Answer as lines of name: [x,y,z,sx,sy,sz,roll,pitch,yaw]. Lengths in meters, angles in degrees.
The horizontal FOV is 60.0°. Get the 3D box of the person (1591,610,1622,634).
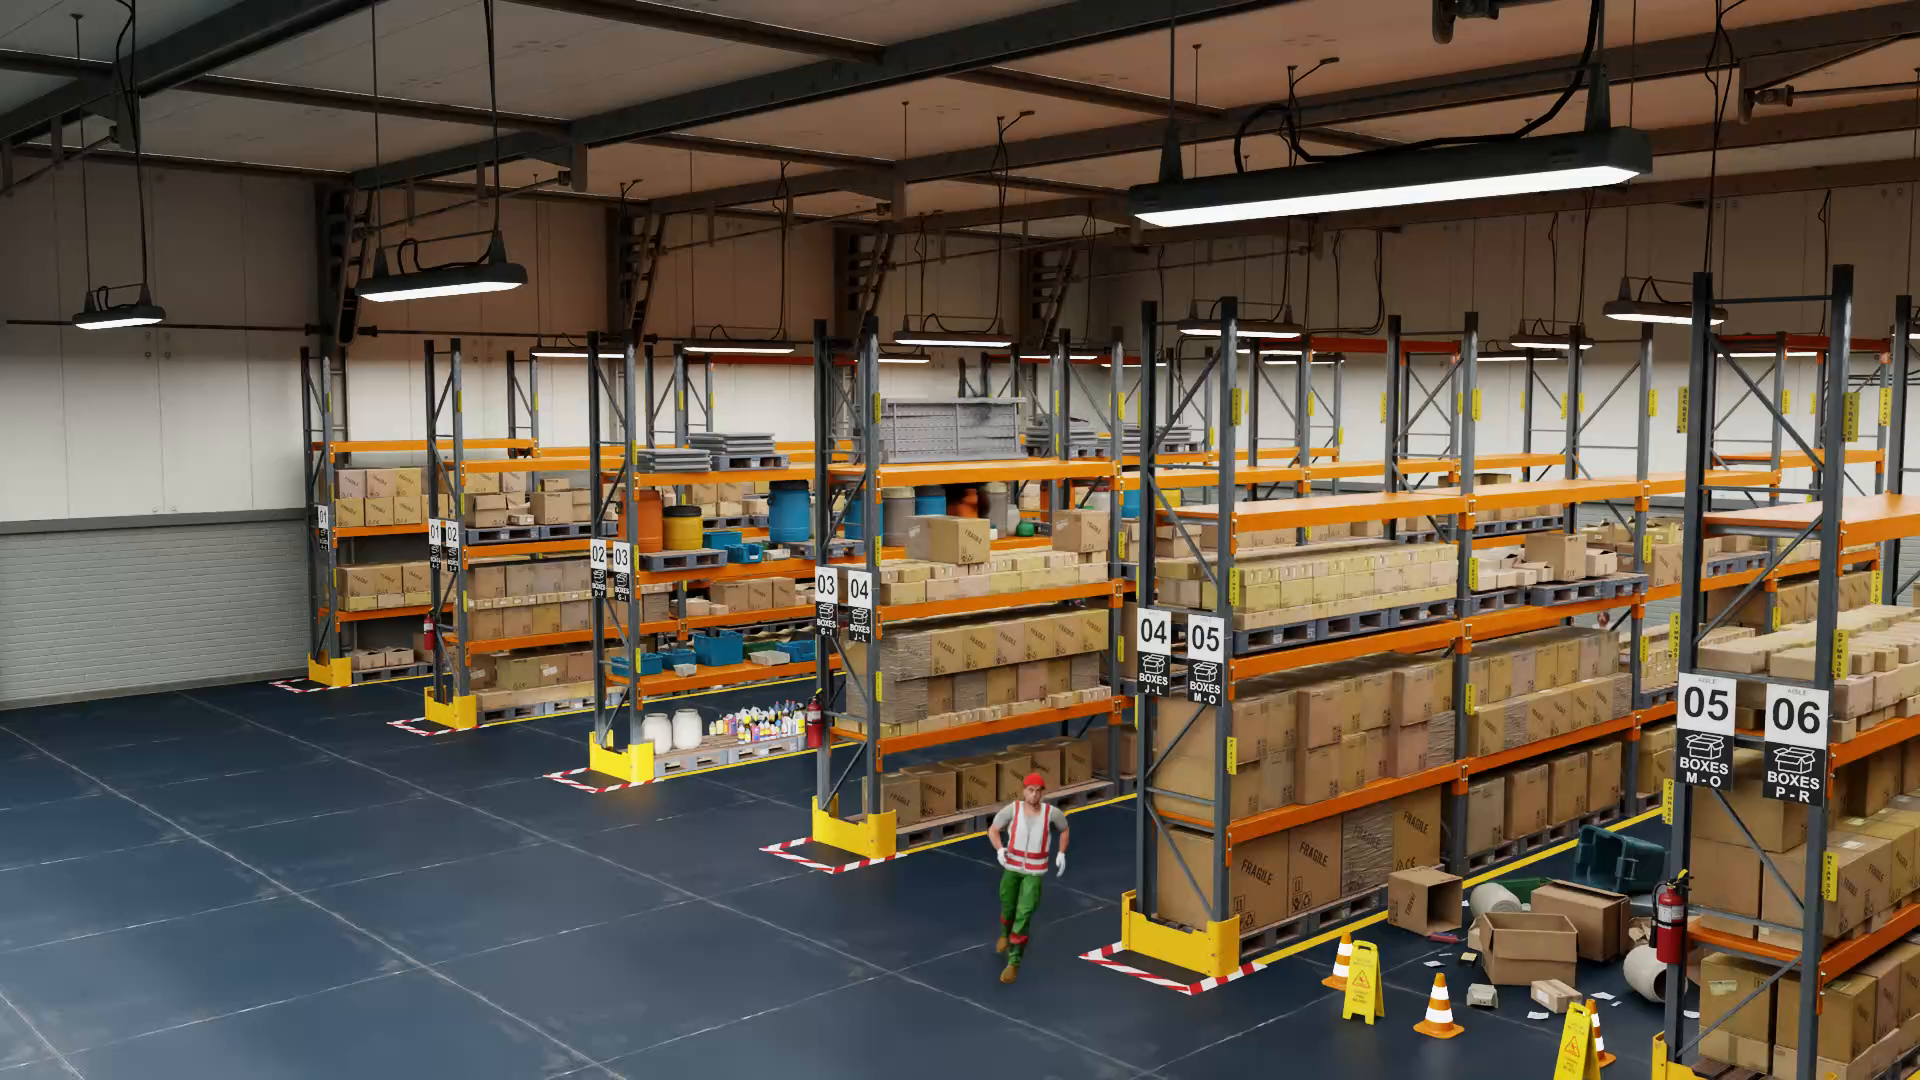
person: [10.614,1.948,27.451,0.550,1.605,0.892,4,6,36]

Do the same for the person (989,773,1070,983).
person: [0.596,2.958,14.854,0.713,1.768,0.951,1,5,10]
